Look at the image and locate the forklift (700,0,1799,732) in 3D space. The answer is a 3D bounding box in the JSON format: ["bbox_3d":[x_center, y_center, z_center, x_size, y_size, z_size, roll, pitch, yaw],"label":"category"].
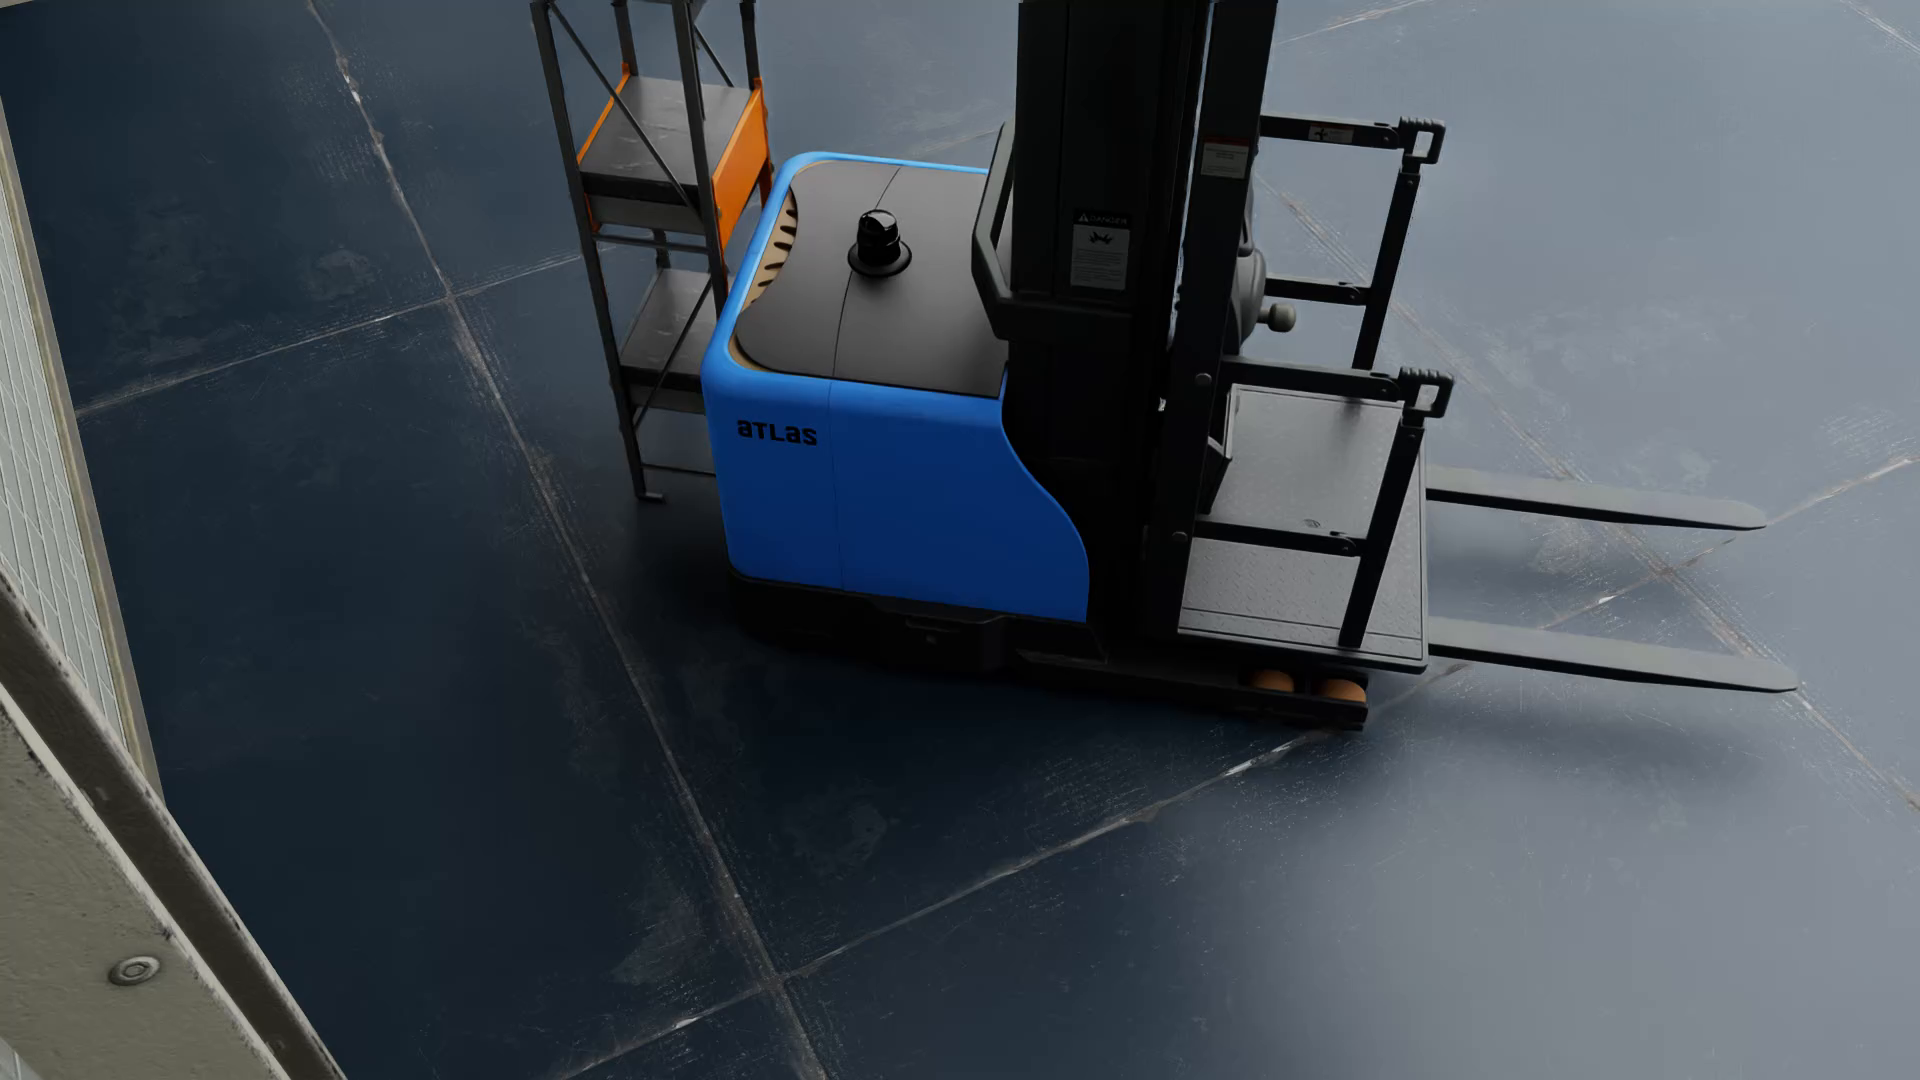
[{"bbox_3d":[0.884,-0.850,4.046,3.031,2.935,1.130,7,49,6],"label":"forklift"}]

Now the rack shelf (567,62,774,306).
[{"bbox_3d":[-0.803,-0.980,4.730,0.431,0.518,0.480,8,49,7],"label":"rack shelf"}]

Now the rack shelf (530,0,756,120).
[{"bbox_3d":[-0.803,-1.441,4.203,0.431,0.518,0.480,8,49,7],"label":"rack shelf"}]

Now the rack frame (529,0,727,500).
[{"bbox_3d":[-0.850,-0.809,4.562,0.400,2.100,0.015,8,49,7],"label":"rack frame"}]

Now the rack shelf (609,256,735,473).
[{"bbox_3d":[-0.803,-0.519,5.257,0.431,0.518,0.480,8,49,7],"label":"rack shelf"}]

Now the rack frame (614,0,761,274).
[{"bbox_3d":[-0.757,-1.169,4.878,0.400,2.100,0.015,8,49,7],"label":"rack frame"}]

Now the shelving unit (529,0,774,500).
[{"bbox_3d":[-0.803,-0.989,4.720,0.431,2.100,0.503,8,49,7],"label":"shelving unit"}]
